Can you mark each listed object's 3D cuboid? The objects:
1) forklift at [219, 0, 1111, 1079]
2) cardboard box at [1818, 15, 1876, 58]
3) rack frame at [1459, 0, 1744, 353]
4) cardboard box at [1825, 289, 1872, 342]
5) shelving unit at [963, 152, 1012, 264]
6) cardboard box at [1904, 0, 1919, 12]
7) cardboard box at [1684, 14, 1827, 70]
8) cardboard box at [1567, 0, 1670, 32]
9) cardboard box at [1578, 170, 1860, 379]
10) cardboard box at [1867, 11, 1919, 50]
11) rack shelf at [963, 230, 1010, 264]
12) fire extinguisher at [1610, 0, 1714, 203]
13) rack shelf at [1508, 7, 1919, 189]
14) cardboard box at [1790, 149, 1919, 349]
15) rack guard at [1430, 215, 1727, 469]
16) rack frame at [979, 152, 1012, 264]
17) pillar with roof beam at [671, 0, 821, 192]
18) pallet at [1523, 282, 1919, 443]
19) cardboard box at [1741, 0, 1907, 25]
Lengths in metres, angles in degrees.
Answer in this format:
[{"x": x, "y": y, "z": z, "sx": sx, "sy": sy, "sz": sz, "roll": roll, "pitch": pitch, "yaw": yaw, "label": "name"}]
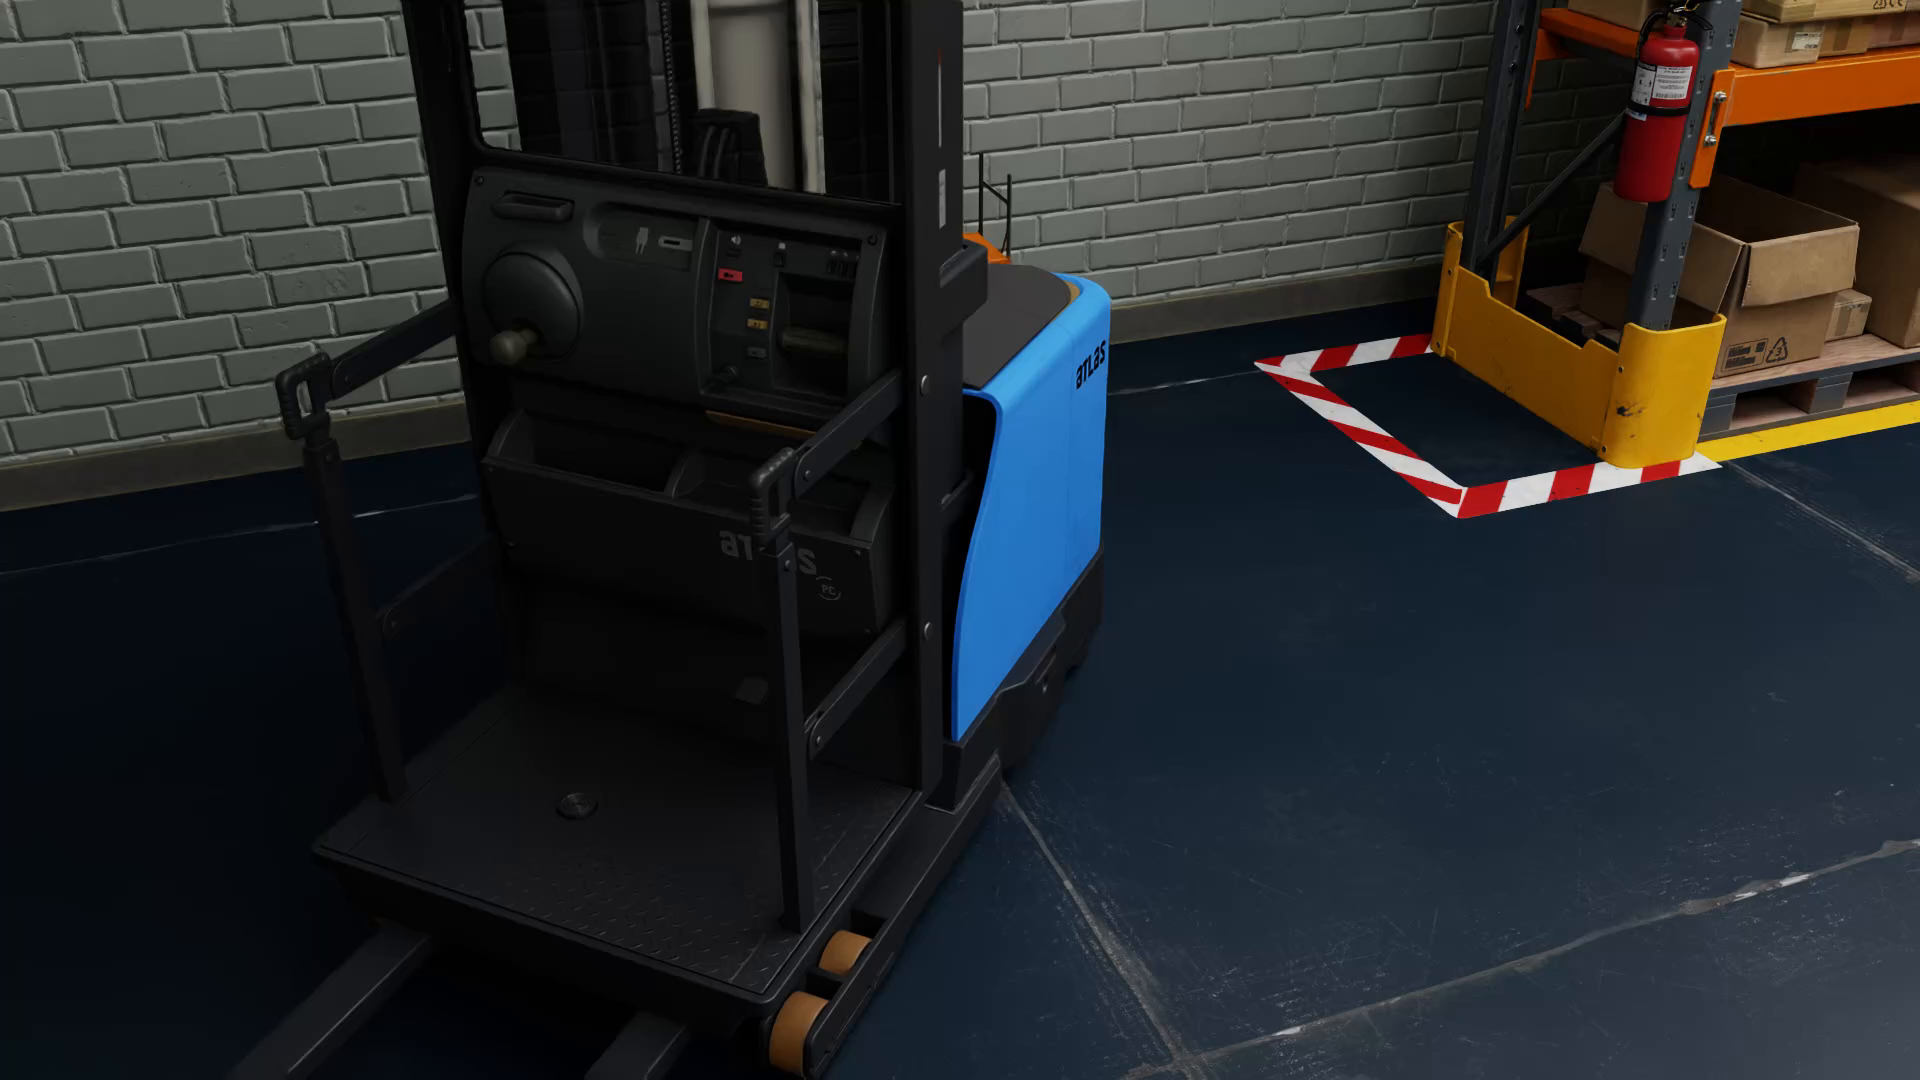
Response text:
[{"x": -0.656, "y": -0.436, "z": 3.055, "sx": 1.130, "sy": 2.935, "sz": 3.031, "roll": 12, "pitch": 32, "yaw": 20, "label": "forklift"}, {"x": 2.762, "y": -1.709, "z": 5.473, "sx": 0.250, "sy": 0.149, "sz": 0.380, "roll": -10, "pitch": 31, "yaw": -16, "label": "cardboard box"}, {"x": 2.136, "y": -1.823, "z": 5.420, "sx": 0.127, "sy": 3.000, "sz": 1.000, "roll": -10, "pitch": 31, "yaw": -18, "label": "rack frame"}, {"x": 3.154, "y": -0.884, "z": 6.227, "sx": 0.250, "sy": 0.149, "sz": 0.380, "roll": -12, "pitch": 32, "yaw": -20, "label": "cardboard box"}, {"x": 0.014, "y": -0.524, "z": 4.957, "sx": 0.189, "sy": 1.200, "sz": 0.258, "roll": -10, "pitch": 31, "yaw": -18, "label": "shelving unit"}, {"x": 3.127, "y": -1.928, "z": 5.455, "sx": 0.500, "sy": 0.250, "sz": 0.500, "roll": -10, "pitch": 31, "yaw": -17, "label": "cardboard box"}, {"x": 2.540, "y": -1.644, "z": 5.359, "sx": 0.250, "sy": 0.149, "sz": 0.380, "roll": -11, "pitch": 31, "yaw": -18, "label": "cardboard box"}, {"x": 2.353, "y": -1.896, "z": 5.802, "sx": 0.250, "sy": 0.149, "sz": 0.380, "roll": -11, "pitch": 31, "yaw": -18, "label": "cardboard box"}, {"x": 2.742, "y": -0.983, "z": 6.043, "sx": 0.637, "sy": 0.503, "sz": 0.797, "roll": -12, "pitch": 32, "yaw": -20, "label": "cardboard box"}, {"x": 2.996, "y": -1.771, "z": 5.581, "sx": 0.250, "sy": 0.149, "sz": 0.380, "roll": -11, "pitch": 31, "yaw": -18, "label": "cardboard box"}, {"x": 0.014, "y": -0.798, "z": 4.801, "sx": 0.180, "sy": 0.103, "sz": 0.258, "roll": -10, "pitch": 31, "yaw": -18, "label": "rack shelf"}, {"x": 2.159, "y": -1.388, "z": 5.111, "sx": 0.183, "sy": 0.674, "sz": 0.296, "roll": -10, "pitch": 31, "yaw": -18, "label": "fire extinguisher"}, {"x": 4.010, "y": -1.856, "z": 6.204, "sx": 4.000, "sy": 0.370, "sz": 1.077, "roll": -10, "pitch": 31, "yaw": -18, "label": "rack shelf"}, {"x": 3.557, "y": -1.111, "z": 6.271, "sx": 0.500, "sy": 0.500, "sz": 0.700, "roll": -9, "pitch": 31, "yaw": -16, "label": "cardboard box"}, {"x": 2.207, "y": -0.750, "z": 6.062, "sx": 0.348, "sy": 0.500, "sz": 1.175, "roll": -10, "pitch": 31, "yaw": -18, "label": "rack guard"}, {"x": 0.099, "y": -0.540, "z": 4.985, "sx": 0.006, "sy": 1.200, "sz": 0.240, "roll": -10, "pitch": 31, "yaw": -18, "label": "rack frame"}, {"x": 0.796, "y": -2.386, "z": 0.347, "sx": 0.400, "sy": 9.000, "sz": 9.100, "roll": -10, "pitch": 31, "yaw": -18, "label": "pillar with roof beam"}, {"x": 2.954, "y": -0.763, "z": 6.376, "sx": 1.213, "sy": 0.211, "sz": 1.003, "roll": -10, "pitch": 31, "yaw": -18, "label": "pallet"}, {"x": 2.655, "y": -1.841, "z": 5.302, "sx": 0.500, "sy": 0.250, "sz": 0.500, "roll": -10, "pitch": 31, "yaw": -17, "label": "cardboard box"}]
